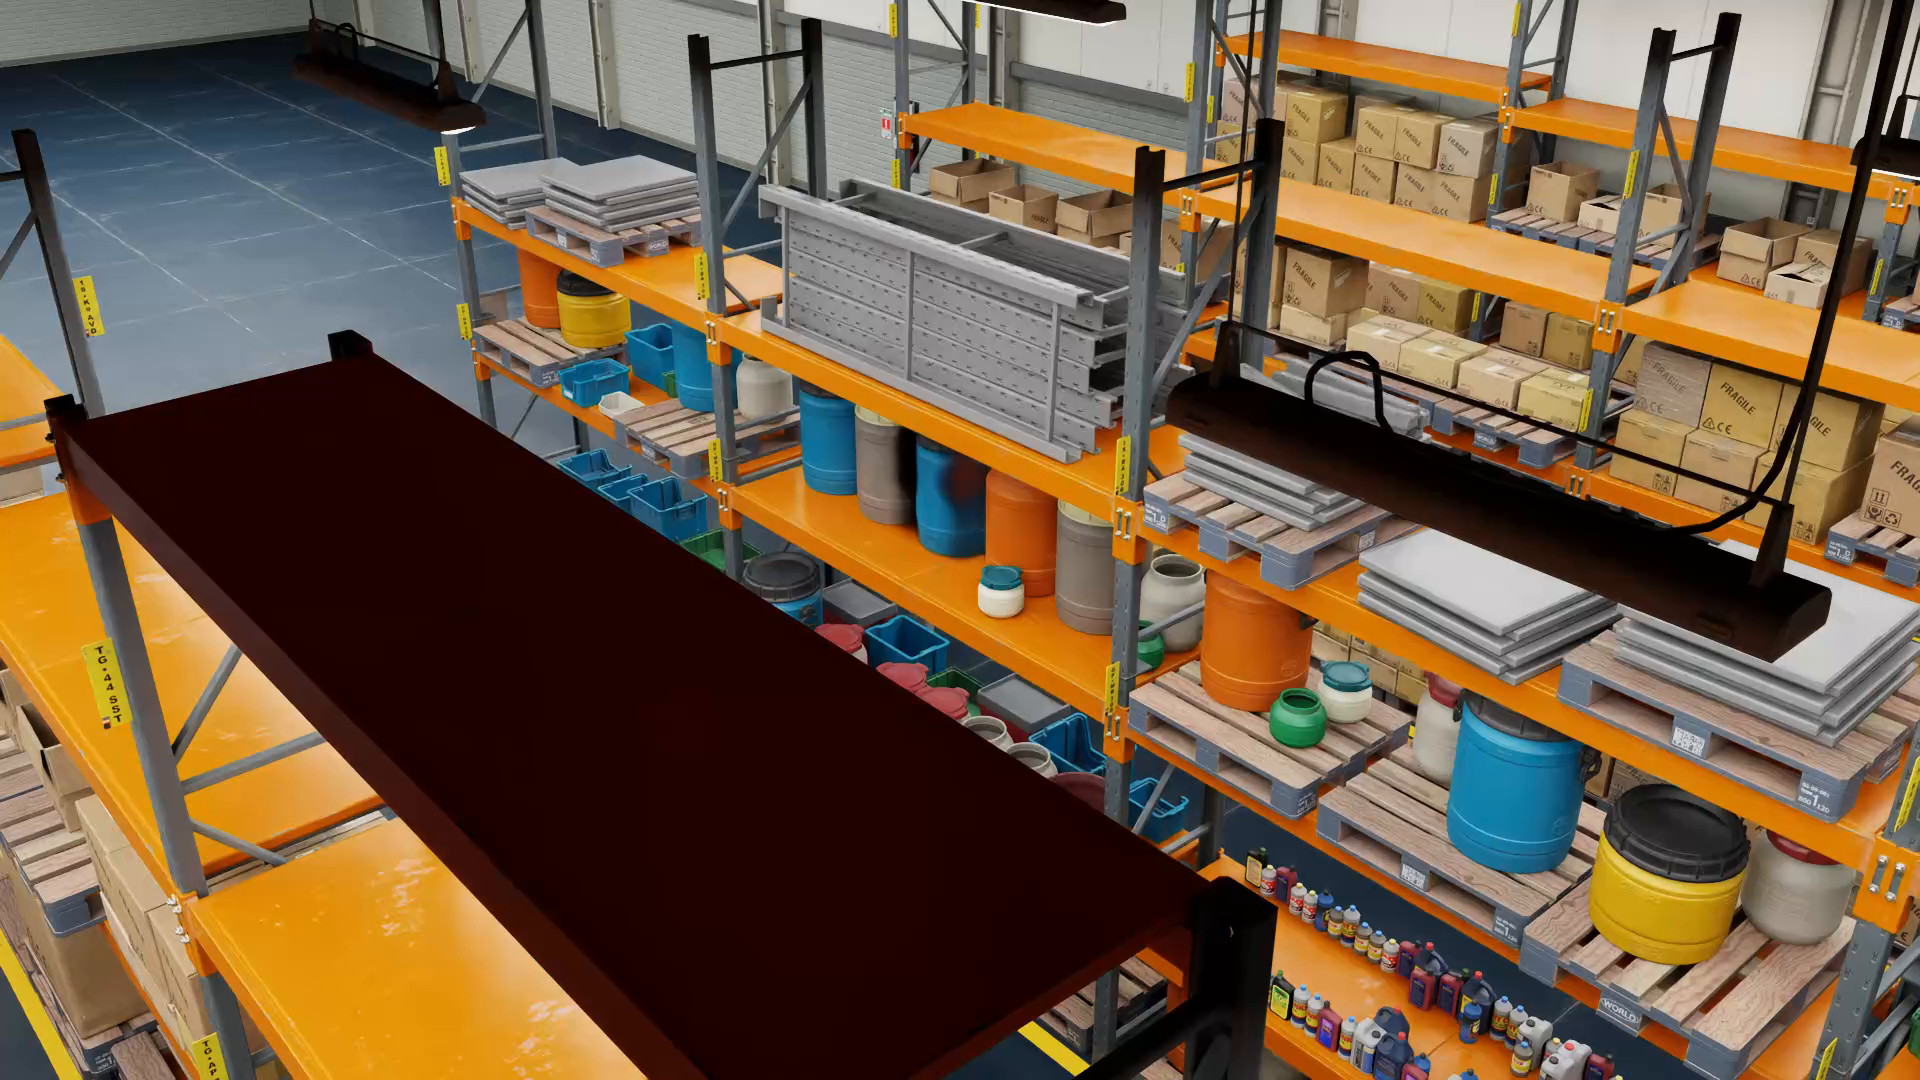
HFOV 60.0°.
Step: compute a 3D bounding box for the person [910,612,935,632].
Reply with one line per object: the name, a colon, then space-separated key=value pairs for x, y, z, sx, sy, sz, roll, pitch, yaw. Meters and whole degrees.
person: x=-0.376 y=0.349 z=14.890 sx=0.405 sy=1.791 sz=0.569 roll=-11 pitch=29 yaw=-20
